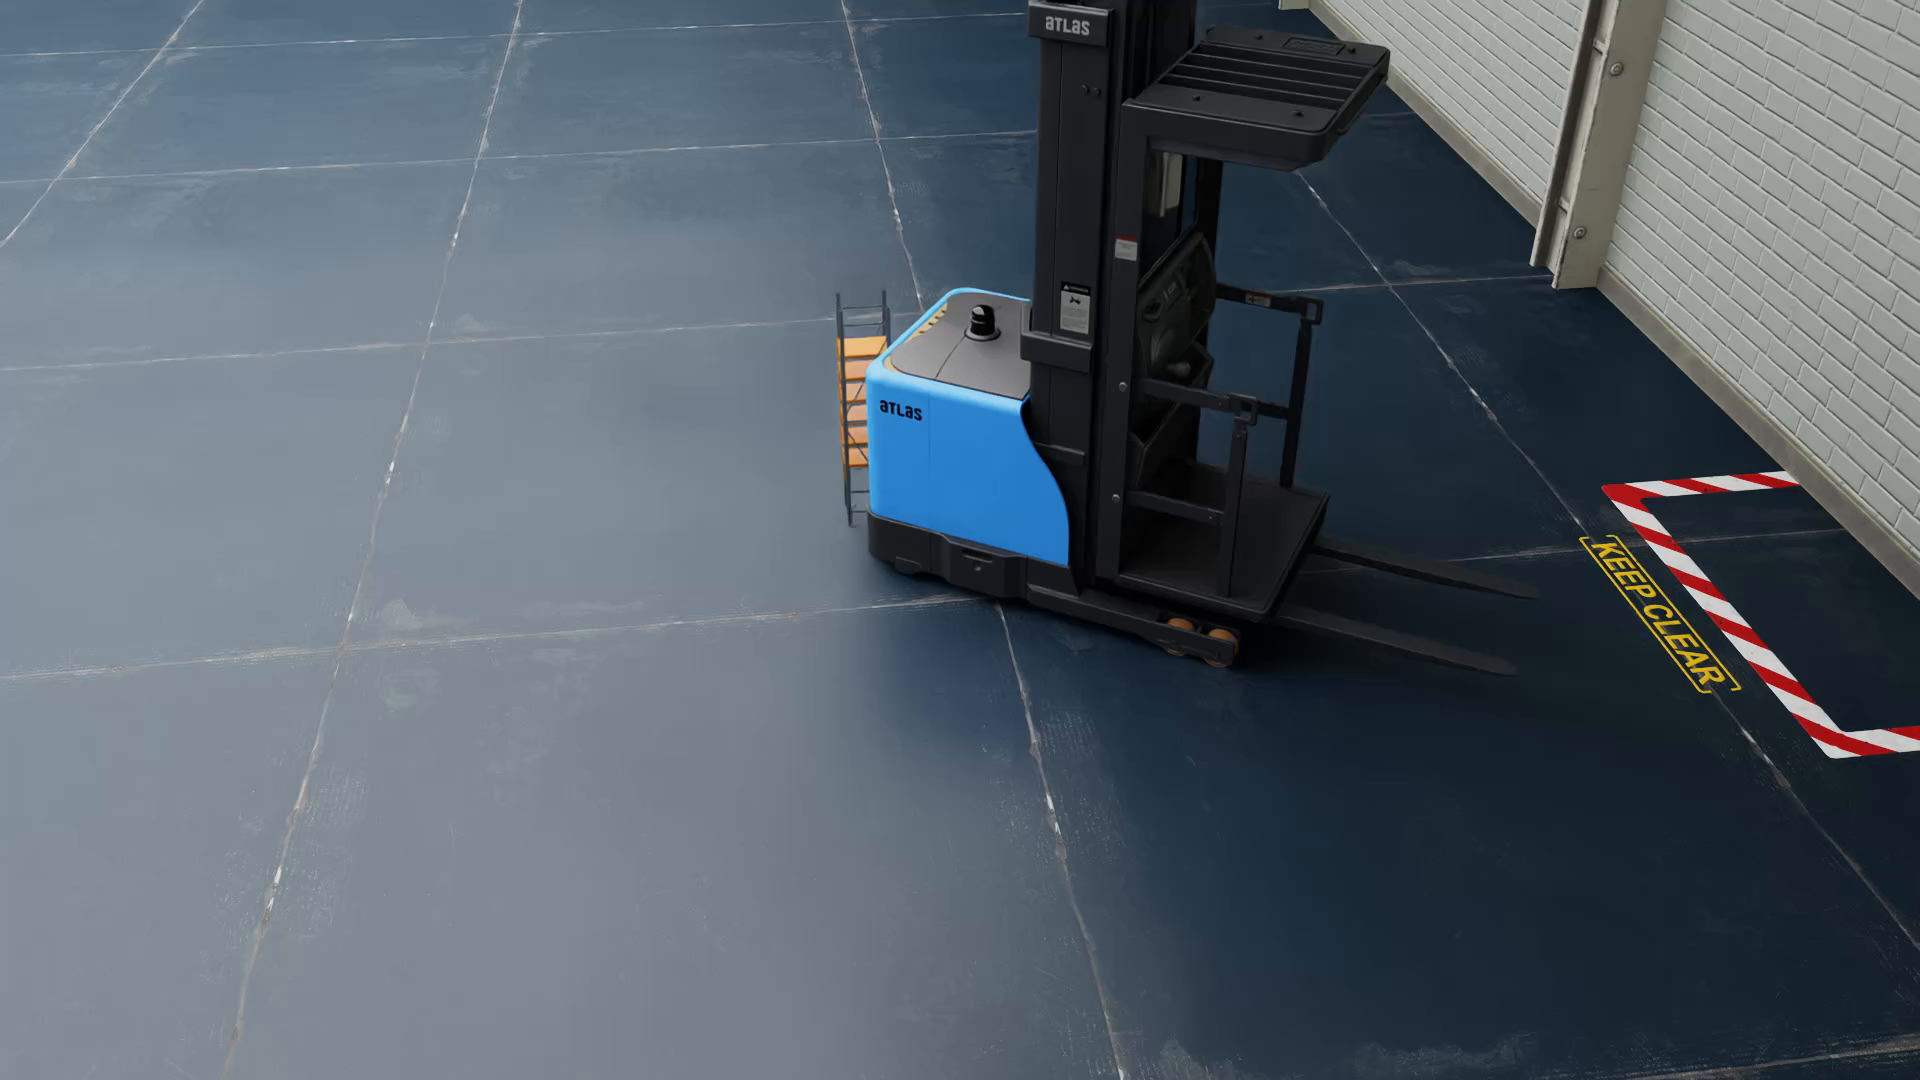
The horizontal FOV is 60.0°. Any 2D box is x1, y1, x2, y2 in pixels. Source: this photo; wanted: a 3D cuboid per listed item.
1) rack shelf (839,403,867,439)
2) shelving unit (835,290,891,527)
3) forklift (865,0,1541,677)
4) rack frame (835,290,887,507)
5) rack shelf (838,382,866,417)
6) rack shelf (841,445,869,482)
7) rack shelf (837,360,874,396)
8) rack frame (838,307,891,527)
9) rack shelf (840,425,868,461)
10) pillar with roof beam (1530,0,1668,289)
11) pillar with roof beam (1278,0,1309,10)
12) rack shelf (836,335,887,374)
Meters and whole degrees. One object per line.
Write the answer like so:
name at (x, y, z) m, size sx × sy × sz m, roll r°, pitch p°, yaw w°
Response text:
rack shelf at (-0.455, -0.587, 8.125) m, size 0.258 × 0.103 × 0.180 m, roll -4°, pitch 35°, yaw -6°
shelving unit at (-0.455, -0.624, 8.100) m, size 0.258 × 1.200 × 0.189 m, roll -4°, pitch 35°, yaw -6°
forklift at (1.115, -0.987, 7.096) m, size 3.031 × 2.935 × 1.130 m, roll 15°, pitch 37°, yaw 21°
rack frame at (-0.468, -0.675, 8.175) m, size 0.240 × 1.200 × 0.006 m, roll -4°, pitch 35°, yaw -6°
rack shelf at (-0.455, -0.686, 8.058) m, size 0.258 × 0.103 × 0.180 m, roll -4°, pitch 35°, yaw -6°
rack shelf at (-0.455, -0.389, 8.260) m, size 0.258 × 0.103 × 0.180 m, roll -4°, pitch 35°, yaw -6°
rack shelf at (-0.455, -0.786, 7.990) m, size 0.258 × 0.103 × 0.180 m, roll -4°, pitch 35°, yaw -6°
rack frame at (-0.443, -0.573, 8.025) m, size 0.240 × 1.200 × 0.006 m, roll -4°, pitch 35°, yaw -6°
rack shelf at (-0.455, -0.488, 8.193) m, size 0.258 × 0.103 × 0.180 m, roll -4°, pitch 35°, yaw -6°
pillar with roof beam at (-0.348, -5.114, 7.763) m, size 9.100 × 9.000 × 0.400 m, roll -4°, pitch 35°, yaw -6°
pillar with roof beam at (-1.155, -8.462, 12.676) m, size 9.100 × 9.000 × 0.400 m, roll -4°, pitch 35°, yaw -6°
rack shelf at (-0.455, -0.885, 7.922) m, size 0.258 × 0.103 × 0.180 m, roll -4°, pitch 35°, yaw -6°
